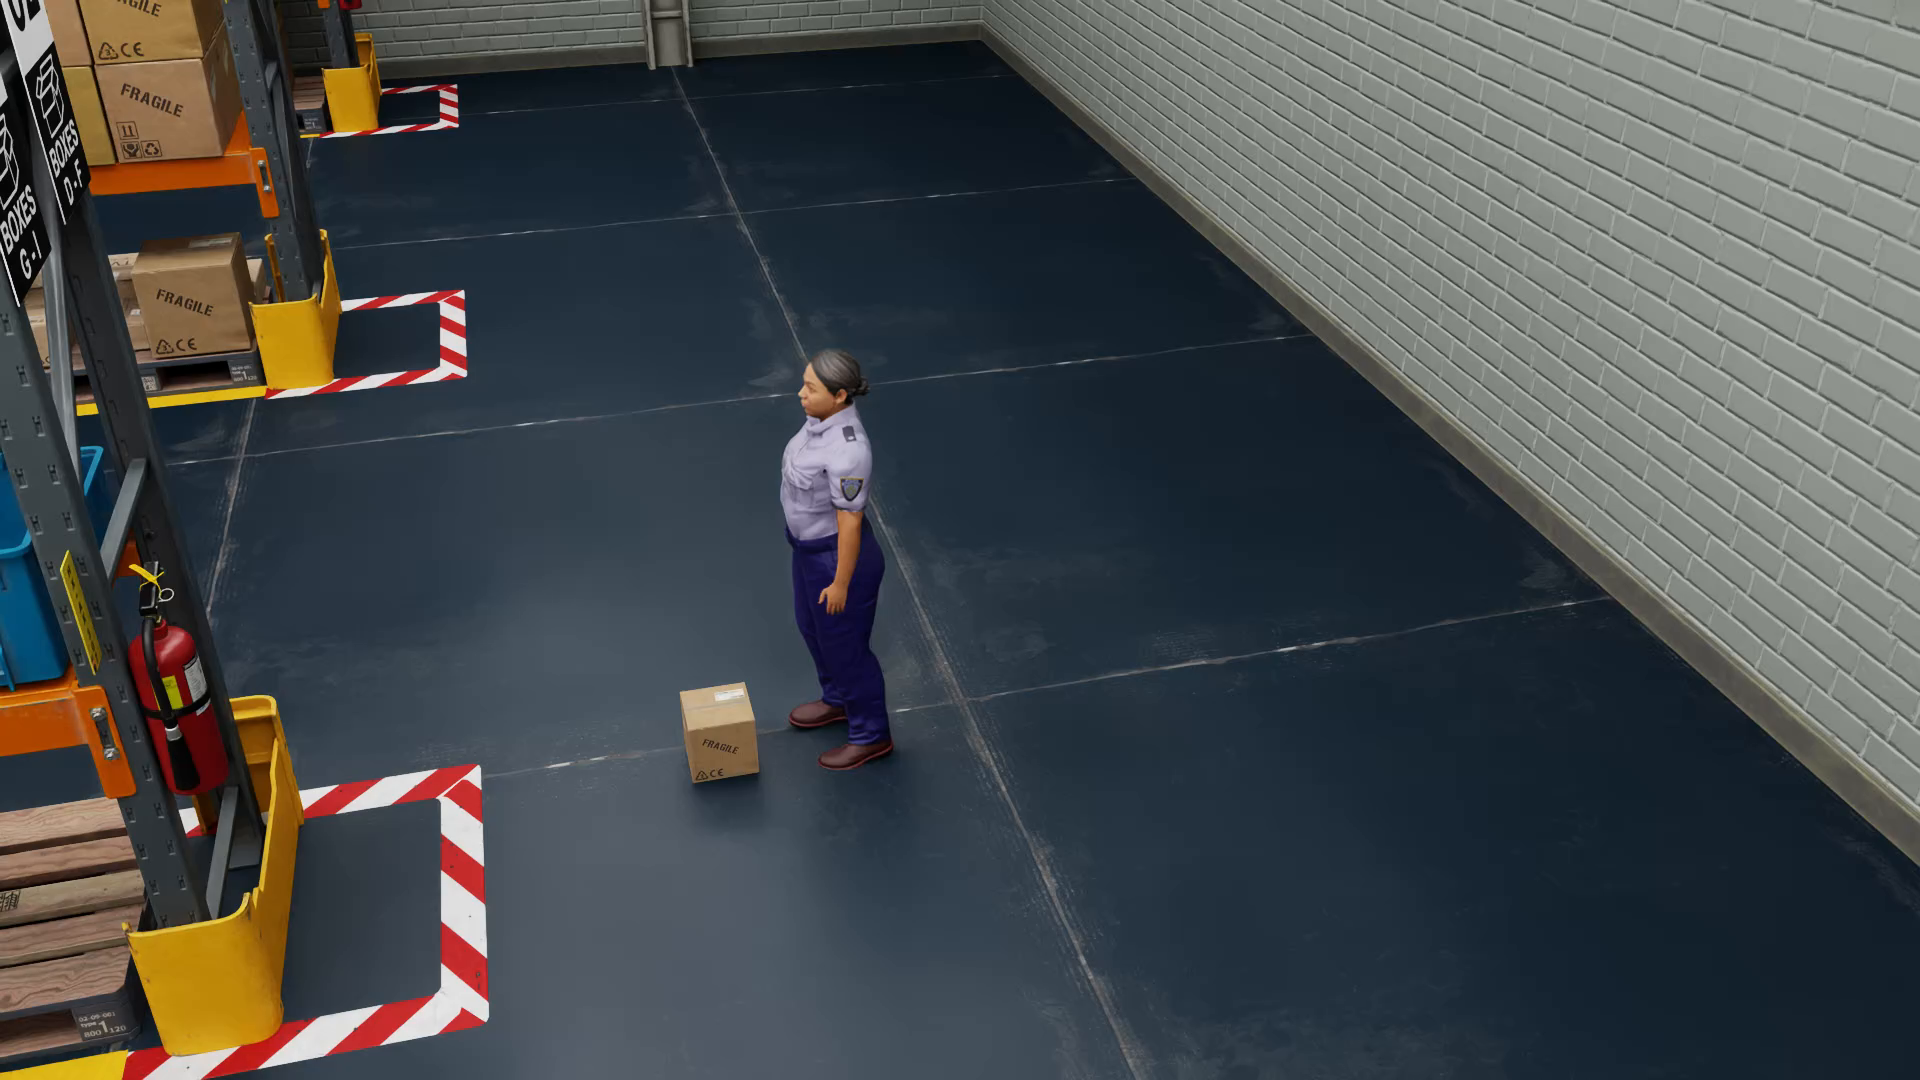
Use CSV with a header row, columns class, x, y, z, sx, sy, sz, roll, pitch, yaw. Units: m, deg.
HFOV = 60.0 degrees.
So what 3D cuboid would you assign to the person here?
class,x,y,z,sx,sy,sz,roll,pitch,yaw
person,-0.459,0.074,6.035,0.366,1.657,0.465,-7,31,-12
